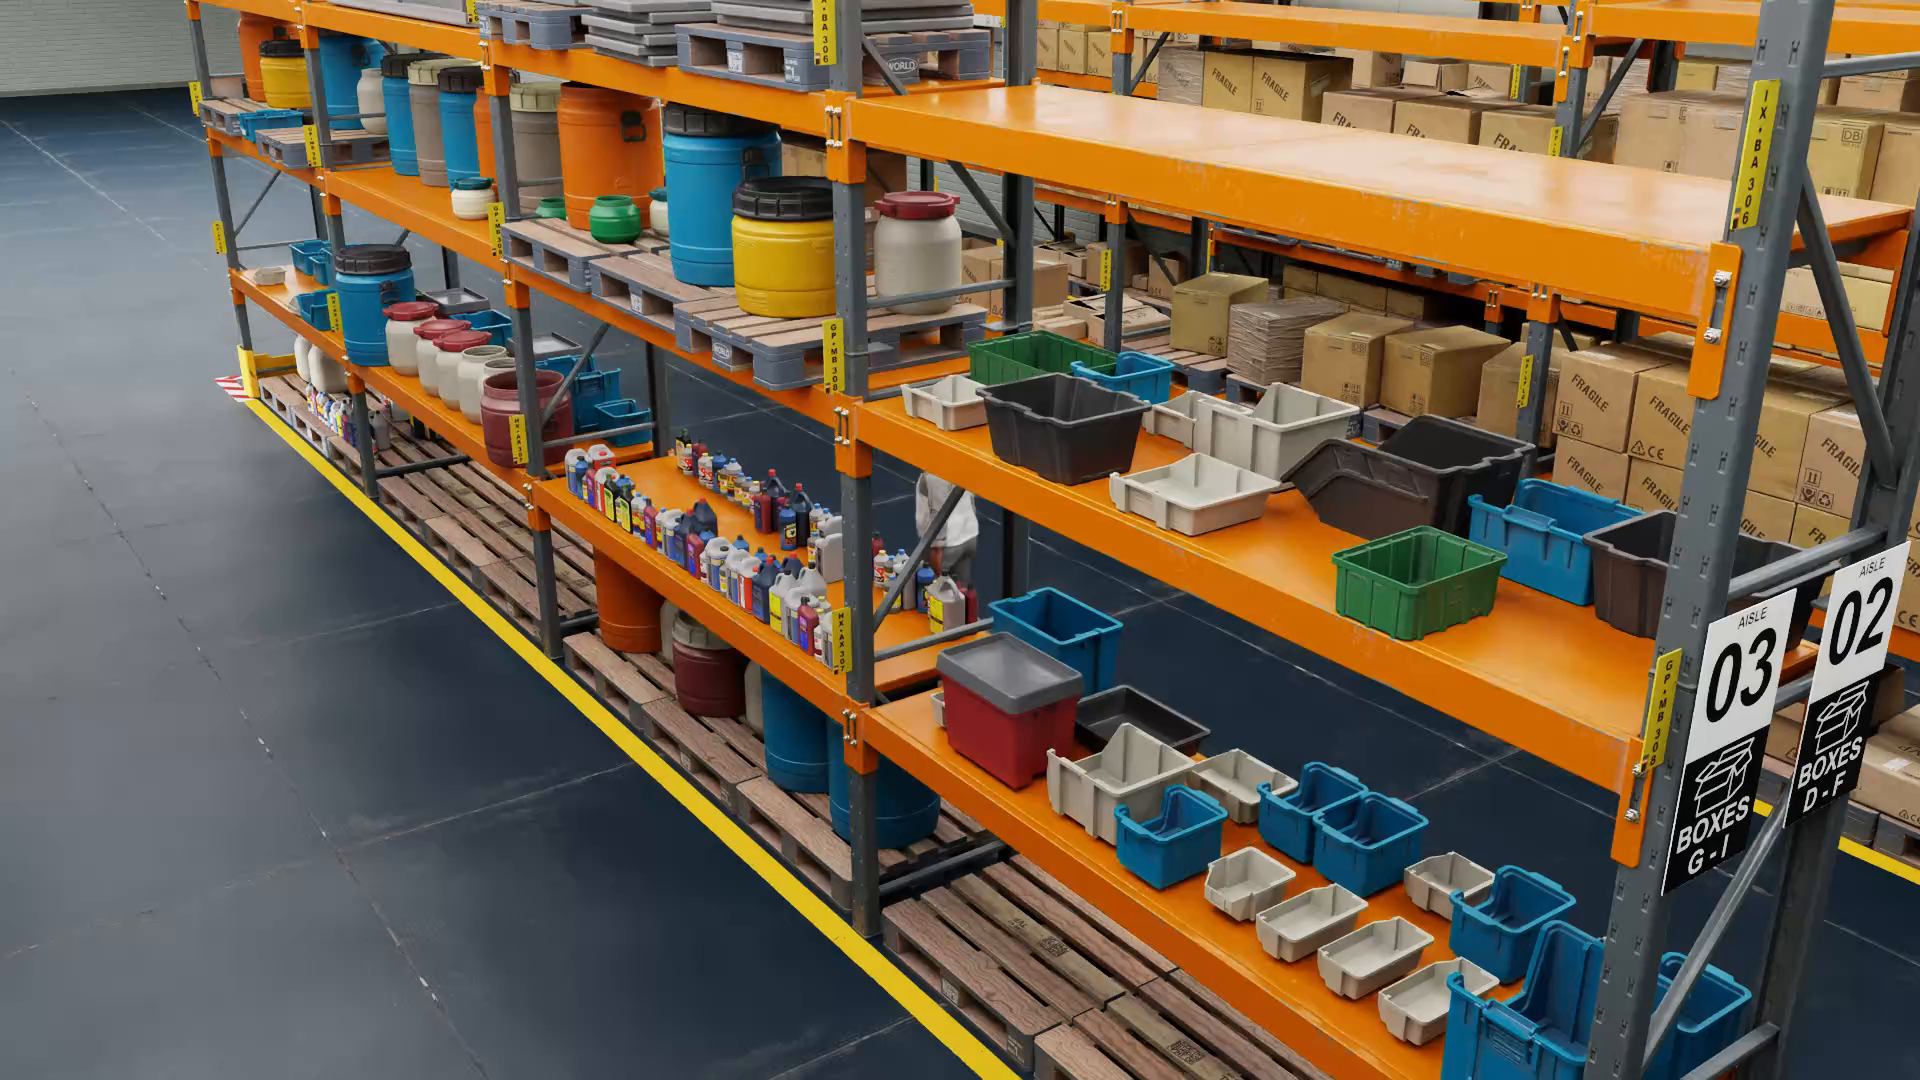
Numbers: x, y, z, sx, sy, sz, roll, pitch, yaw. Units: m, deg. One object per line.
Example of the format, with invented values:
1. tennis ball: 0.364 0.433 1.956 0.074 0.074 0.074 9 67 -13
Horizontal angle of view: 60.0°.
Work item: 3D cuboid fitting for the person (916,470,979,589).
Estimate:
1. person: -0.066 -0.002 11.020 0.498 1.765 0.580 13 25 29
